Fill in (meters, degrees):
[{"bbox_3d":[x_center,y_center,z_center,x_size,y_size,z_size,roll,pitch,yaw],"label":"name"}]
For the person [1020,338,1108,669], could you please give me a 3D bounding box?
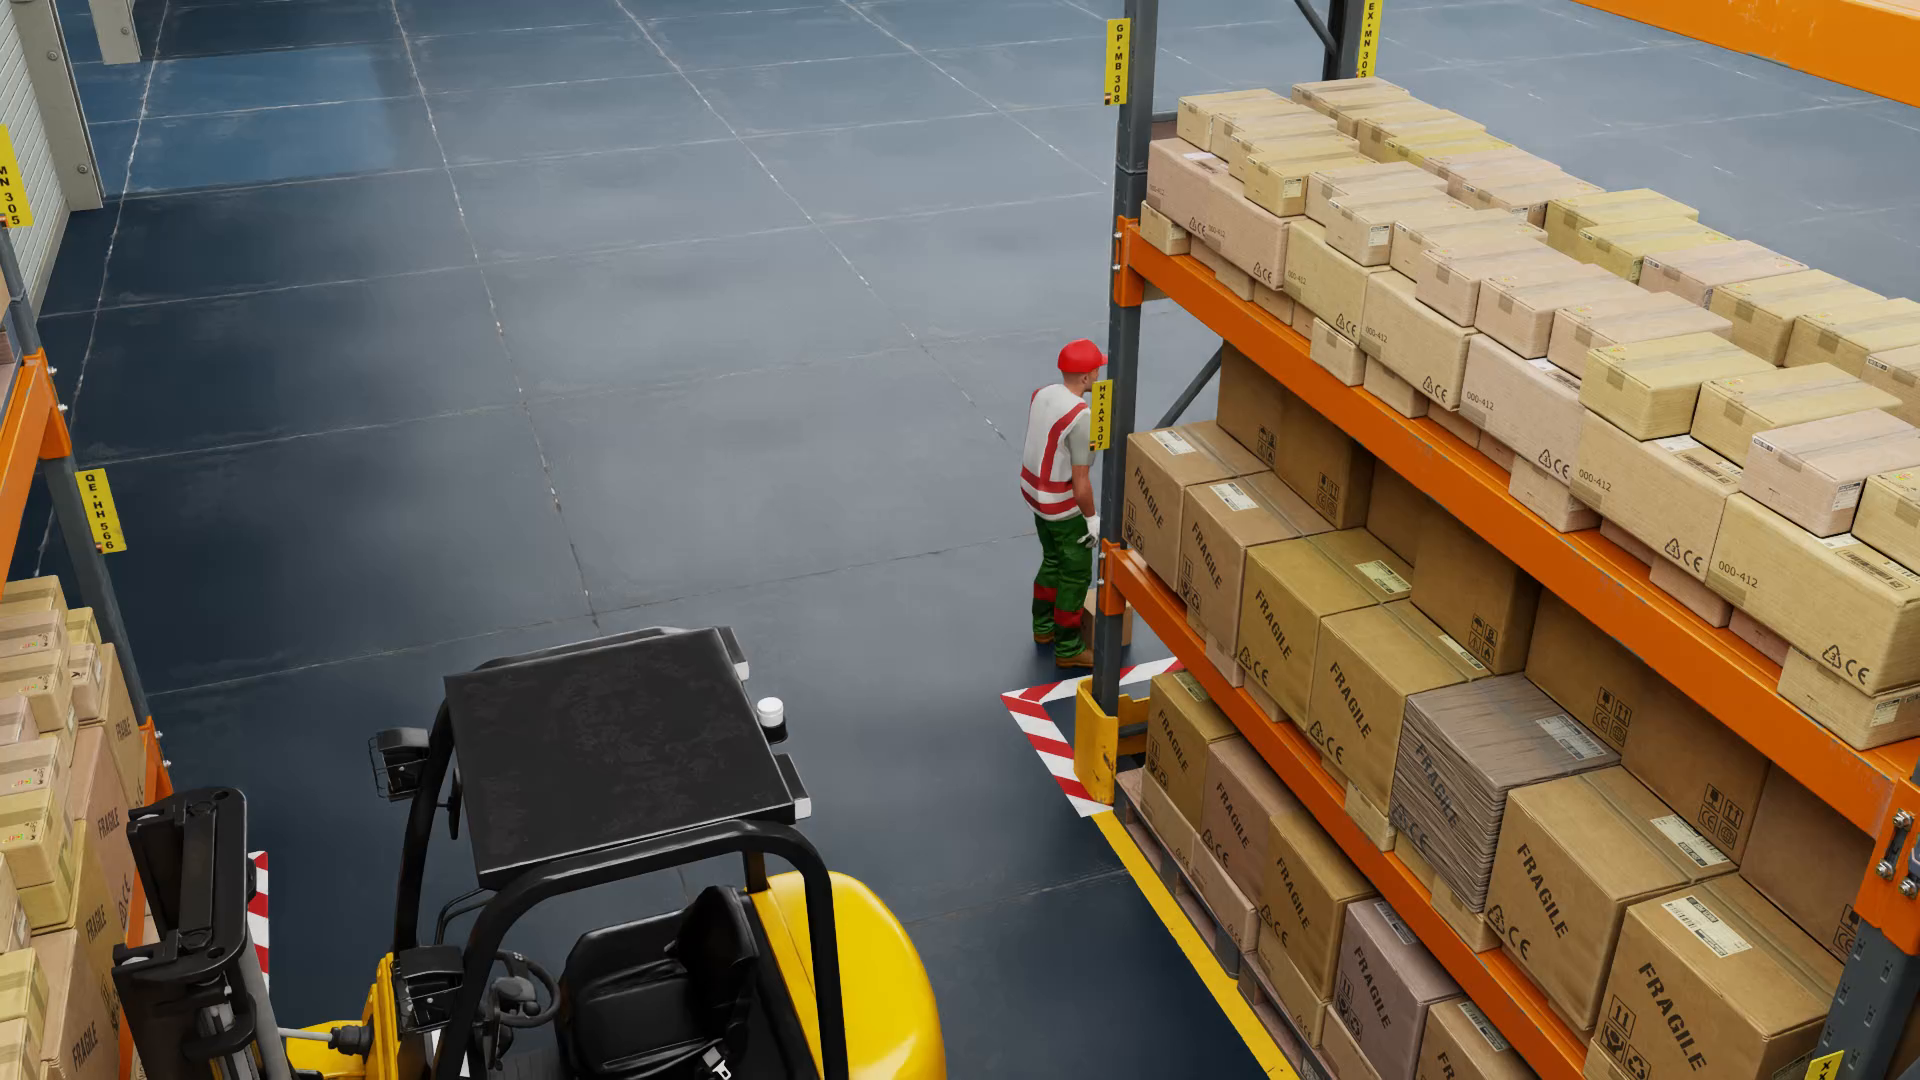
[{"bbox_3d":[0.558,-0.199,8.683,0.453,1.778,0.617,-12,32,-21],"label":"person"}]
